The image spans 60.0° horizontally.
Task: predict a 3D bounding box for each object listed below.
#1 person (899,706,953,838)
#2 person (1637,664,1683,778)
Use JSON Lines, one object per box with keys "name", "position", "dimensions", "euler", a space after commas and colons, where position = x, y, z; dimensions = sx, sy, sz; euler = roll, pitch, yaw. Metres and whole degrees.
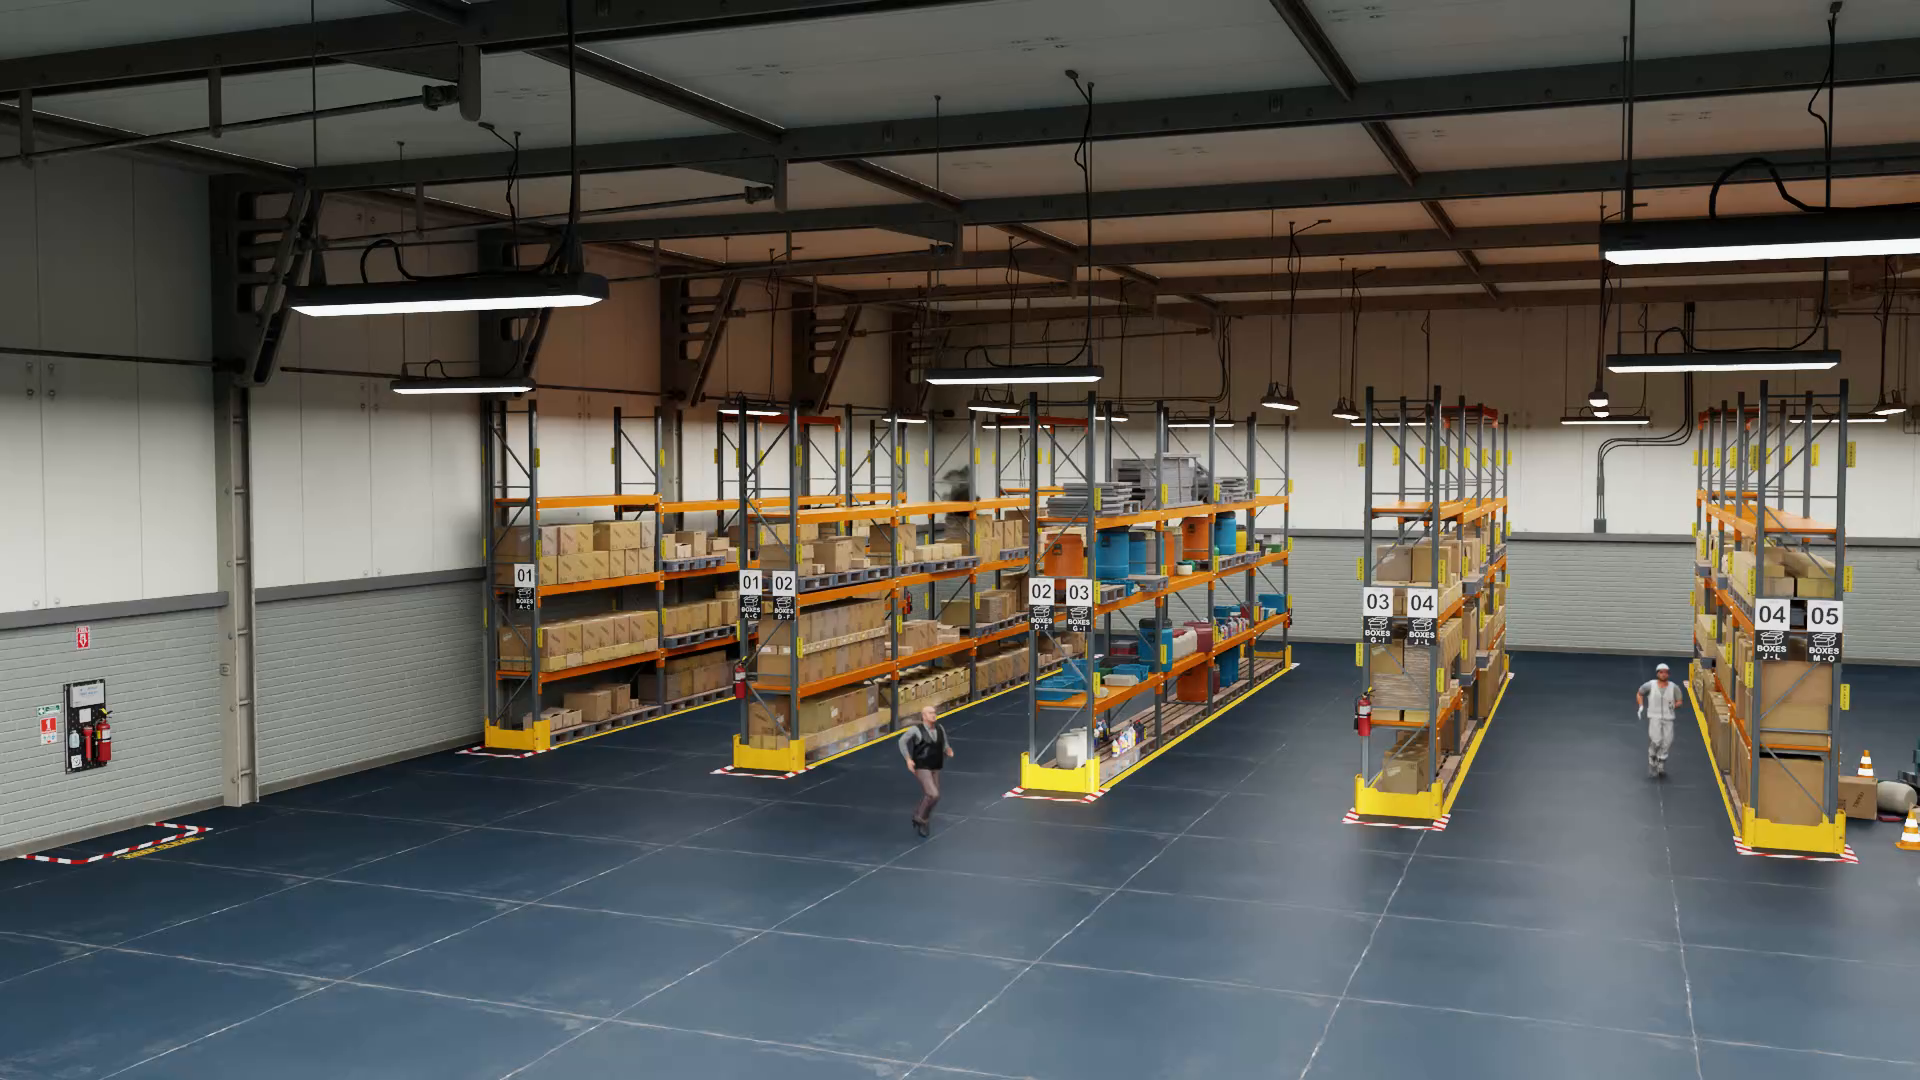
{"name": "person", "position": [-0.403, 3.067, 22.072], "dimensions": [0.652, 1.738, 0.717], "euler": [-3, 4, -43]}
{"name": "person", "position": [10.956, 2.825, 25.992], "dimensions": [0.644, 1.787, 0.703], "euler": [1, 3, 11]}
